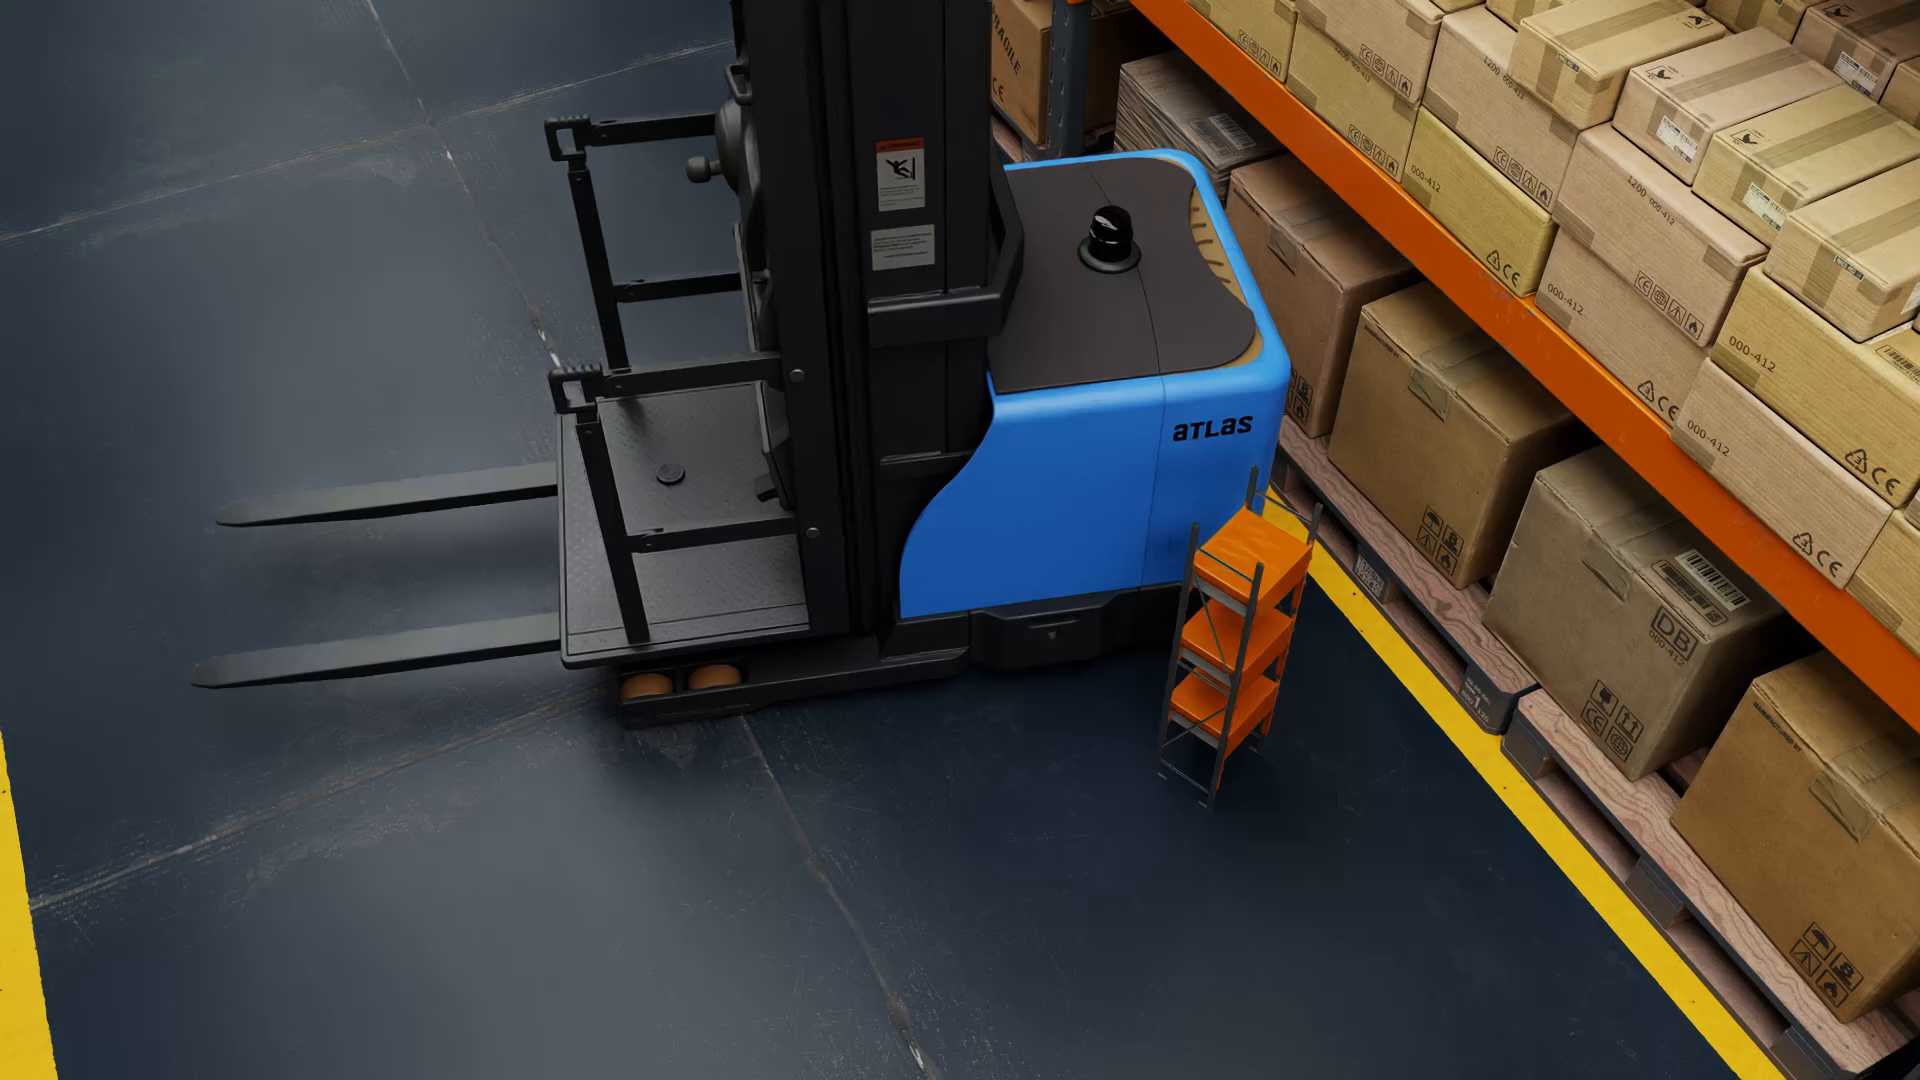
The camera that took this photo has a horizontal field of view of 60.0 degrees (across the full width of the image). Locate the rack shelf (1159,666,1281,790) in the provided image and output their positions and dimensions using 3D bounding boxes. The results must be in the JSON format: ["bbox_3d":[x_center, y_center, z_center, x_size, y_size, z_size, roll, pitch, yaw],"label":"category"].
[{"bbox_3d":[0.700,0.475,4.520,0.215,0.259,0.240,33,57,26],"label":"rack shelf"}]

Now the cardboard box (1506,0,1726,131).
[{"bbox_3d":[1.461,-1.090,3.713,0.380,0.149,0.250,-22,53,-18],"label":"cardboard box"}]

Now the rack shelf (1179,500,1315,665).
[{"bbox_3d":[0.700,0.106,4.097,0.215,0.259,0.240,33,57,26],"label":"rack shelf"}]

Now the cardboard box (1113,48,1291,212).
[{"bbox_3d":[1.059,-1.307,5.699,0.875,0.625,0.625,-20,52,-16],"label":"cardboard box"}]

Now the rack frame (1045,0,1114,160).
[{"bbox_3d":[0.786,-2.373,5.332,1.000,3.000,0.127,-21,52,-18],"label":"rack frame"}]

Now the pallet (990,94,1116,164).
[{"bbox_3d":[0.478,-1.967,6.830,1.003,0.211,1.213,-21,52,-18],"label":"pallet"}]

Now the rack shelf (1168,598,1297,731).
[{"bbox_3d":[0.700,0.292,4.311,0.215,0.259,0.240,33,57,26],"label":"rack shelf"}]

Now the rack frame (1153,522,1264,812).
[{"bbox_3d":[0.620,0.354,4.243,0.200,1.050,0.008,33,57,26],"label":"rack frame"}]

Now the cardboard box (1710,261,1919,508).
[{"bbox_3d":[1.922,-0.393,3.368,0.500,0.250,0.500,-22,53,-18],"label":"cardboard box"}]

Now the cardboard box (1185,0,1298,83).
[{"bbox_3d":[0.997,-1.604,4.759,0.500,0.250,0.500,-22,52,-18],"label":"cardboard box"}]

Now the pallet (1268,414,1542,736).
[{"bbox_3d":[1.682,-0.075,5.175,1.003,0.211,1.213,-21,52,-18],"label":"pallet"}]

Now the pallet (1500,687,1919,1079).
[{"bbox_3d":[2.244,0.743,4.460,1.003,0.211,1.213,-21,52,-18],"label":"pallet"}]

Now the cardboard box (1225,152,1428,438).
[{"bbox_3d":[1.365,-0.872,5.319,0.875,0.625,0.625,-20,52,-16],"label":"cardboard box"}]

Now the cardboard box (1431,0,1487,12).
[{"bbox_3d":[1.269,-1.444,4.023,0.380,0.149,0.250,-20,52,-17],"label":"cardboard box"}]

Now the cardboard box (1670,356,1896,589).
[{"bbox_3d":[1.918,-0.228,3.556,0.500,0.250,0.500,-21,52,-18],"label":"cardboard box"}]

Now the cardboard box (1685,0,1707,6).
[{"bbox_3d":[1.834,-1.450,4.028,0.380,0.149,0.250,-20,52,-17],"label":"cardboard box"}]

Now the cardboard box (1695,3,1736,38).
[{"bbox_3d":[1.924,-1.266,4.132,0.500,0.250,0.500,-22,52,-18],"label":"cardboard box"}]

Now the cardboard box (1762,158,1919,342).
[{"bbox_3d":[1.825,-0.573,3.261,0.380,0.149,0.250,-23,53,-19],"label":"cardboard box"}]

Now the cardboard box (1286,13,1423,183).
[{"bbox_3d":[1.239,-1.261,4.460,0.500,0.250,0.500,-23,53,-19],"label":"cardboard box"}]

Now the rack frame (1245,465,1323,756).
[{"bbox_3d":[0.781,0.216,4.363,0.200,1.050,0.008,33,57,26],"label":"rack frame"}]

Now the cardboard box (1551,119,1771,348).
[{"bbox_3d":[1.693,-0.737,3.669,0.500,0.250,0.500,-20,52,-17],"label":"cardboard box"}]

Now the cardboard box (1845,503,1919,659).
[{"bbox_3d":[2.153,0.107,3.263,0.500,0.250,0.500,-20,52,-17],"label":"cardboard box"}]

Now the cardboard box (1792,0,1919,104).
[{"bbox_3d":[2.109,-1.122,3.742,0.380,0.149,0.250,-22,52,-18],"label":"cardboard box"}]

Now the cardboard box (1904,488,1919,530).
[{"bbox_3d":[2.164,-0.051,3.070,0.500,0.250,0.500,-22,52,-18],"label":"cardboard box"}]

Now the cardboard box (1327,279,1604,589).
[{"bbox_3d":[1.673,-0.422,4.925,0.875,0.625,0.625,-23,53,-19],"label":"cardboard box"}]

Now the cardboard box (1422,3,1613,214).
[{"bbox_3d":[1.479,-1.081,3.971,0.500,0.250,0.500,-20,52,-17],"label":"cardboard box"}]

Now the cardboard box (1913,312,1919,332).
[{"bbox_3d":[2.063,-0.442,3.147,0.380,0.149,0.250,-21,52,-18],"label":"cardboard box"}]

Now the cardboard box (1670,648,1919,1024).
[{"bbox_3d":[2.367,0.603,4.029,0.875,0.625,0.625,-19,52,-16],"label":"cardboard box"}]

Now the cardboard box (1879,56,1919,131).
[{"bbox_3d":[2.230,-0.955,3.595,0.380,0.149,0.250,-21,52,-18],"label":"cardboard box"}]

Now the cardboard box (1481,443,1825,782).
[{"bbox_3d":[2.019,0.081,4.485,0.875,0.625,0.625,-22,52,-18],"label":"cardboard box"}]

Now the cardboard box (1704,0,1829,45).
[{"bbox_3d":[1.990,-1.287,3.886,0.380,0.149,0.250,-21,52,-17],"label":"cardboard box"}]

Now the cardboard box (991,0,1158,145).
[{"bbox_3d":[0.401,-1.897,6.298,0.500,0.500,0.500,-20,52,-16],"label":"cardboard box"}]

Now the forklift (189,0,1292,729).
[{"bbox_3d":[-0.700,-0.861,4.056,3.031,2.935,1.130,-7,49,-6],"label":"forklift"}]

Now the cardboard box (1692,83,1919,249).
[{"bbox_3d":[1.760,-0.770,3.433,0.380,0.149,0.250,-22,52,-18],"label":"cardboard box"}]

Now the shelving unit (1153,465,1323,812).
[{"bbox_3d":[0.700,0.285,4.303,0.215,1.050,0.252,33,57,26],"label":"shelving unit"}]

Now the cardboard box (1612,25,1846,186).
[{"bbox_3d":[1.651,-0.939,3.581,0.380,0.149,0.250,-21,52,-17],"label":"cardboard box"}]

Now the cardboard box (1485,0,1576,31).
[{"bbox_3d":[1.474,-1.303,3.900,0.380,0.149,0.250,-21,52,-18],"label":"cardboard box"}]

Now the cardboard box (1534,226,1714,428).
[{"bbox_3d":[1.718,-0.571,3.856,0.500,0.250,0.500,-21,52,-17],"label":"cardboard box"}]

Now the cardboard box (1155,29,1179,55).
[{"bbox_3d":[0.842,-2.066,6.446,0.500,0.500,0.500,-19,52,-16],"label":"cardboard box"}]

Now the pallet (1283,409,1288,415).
[{"bbox_3d":[1.128,-0.890,5.888,1.003,0.211,1.213,-21,52,-18],"label":"pallet"}]

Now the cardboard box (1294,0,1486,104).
[{"bbox_3d":[1.223,-1.415,4.262,0.500,0.250,0.500,-22,53,-18],"label":"cardboard box"}]

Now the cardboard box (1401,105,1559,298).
[{"bbox_3d":[1.475,-0.914,4.156,0.500,0.250,0.500,-20,52,-16],"label":"cardboard box"}]
